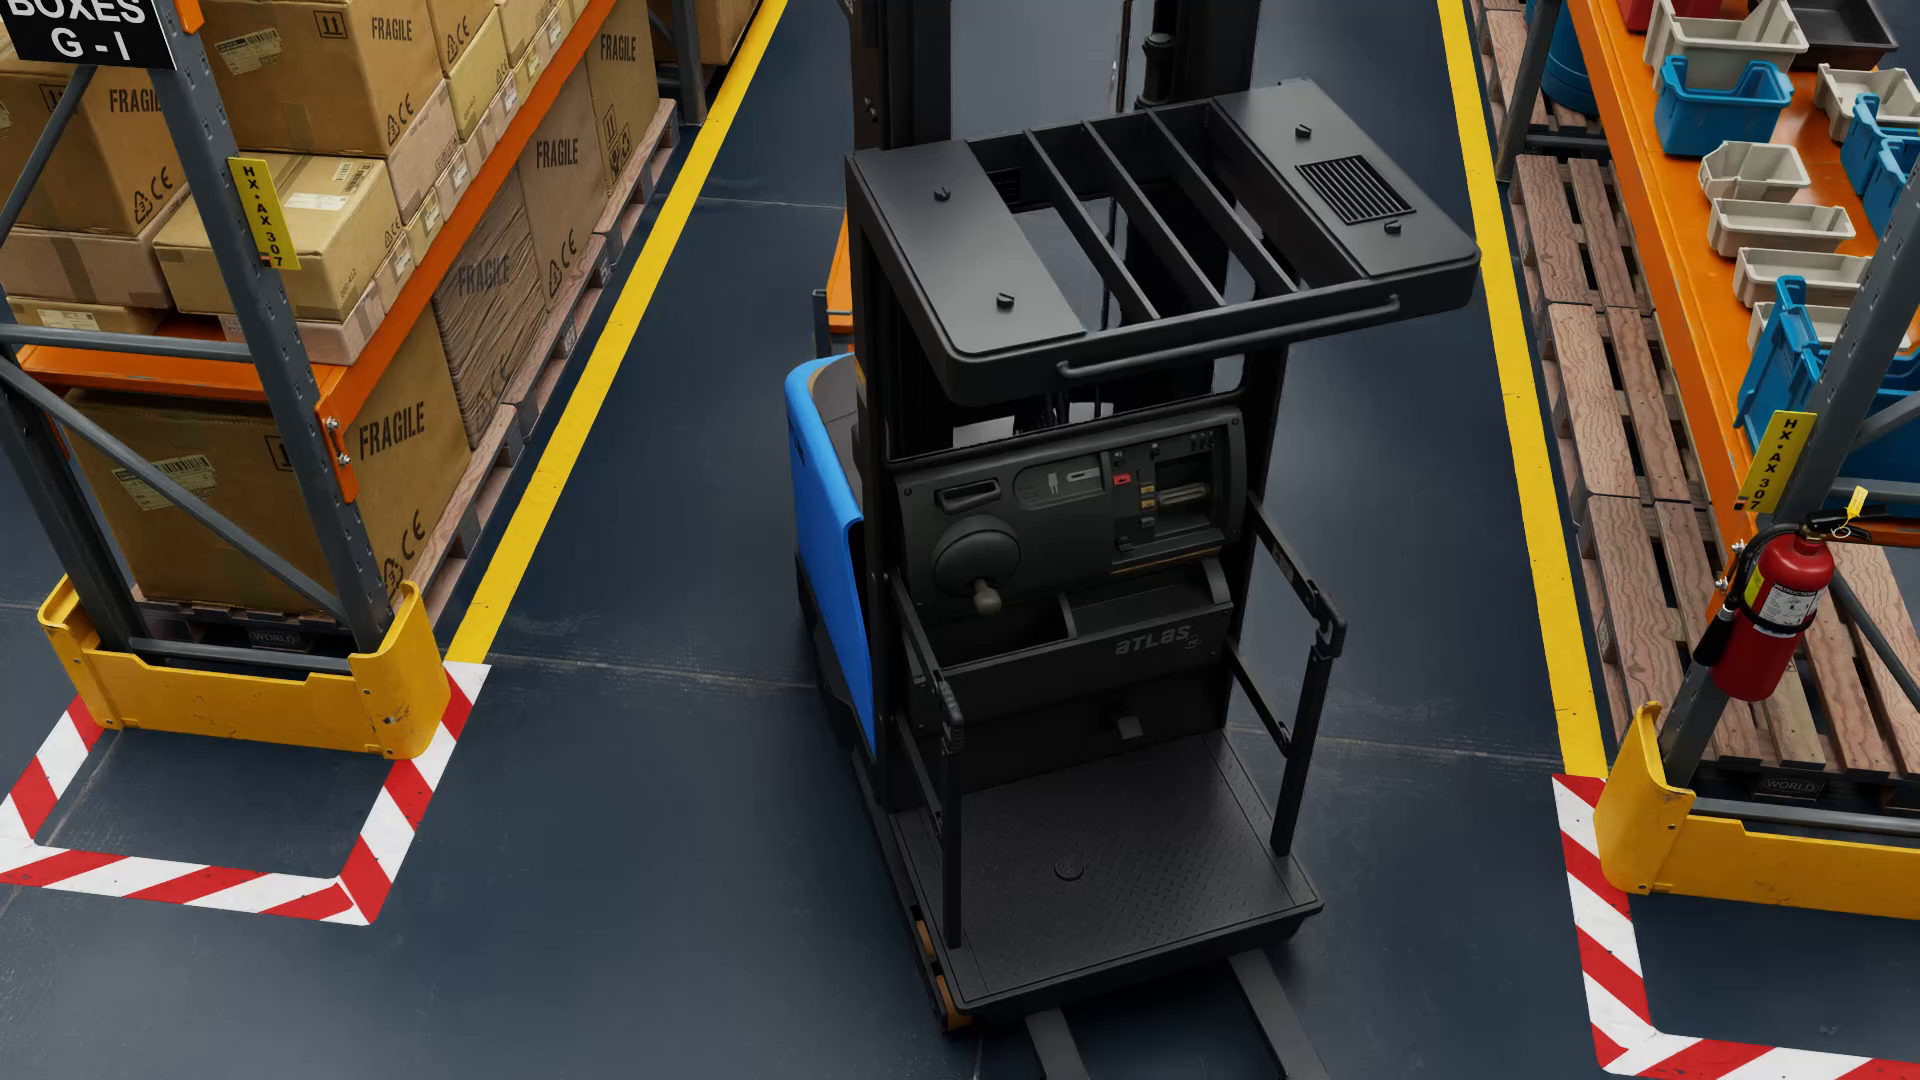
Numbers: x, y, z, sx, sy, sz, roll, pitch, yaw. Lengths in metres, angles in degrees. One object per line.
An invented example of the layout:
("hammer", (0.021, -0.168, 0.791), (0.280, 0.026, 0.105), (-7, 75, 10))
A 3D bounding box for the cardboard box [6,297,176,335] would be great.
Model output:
("cardboard box", (-2.609, -0.725, 5.017), (0.380, 0.149, 0.250), (6, 44, 6))

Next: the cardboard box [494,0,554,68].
("cardboard box", (-1.803, -1.953, 6.024), (0.500, 0.250, 0.500), (4, 44, 5))

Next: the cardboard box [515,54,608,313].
("cardboard box", (-2.087, -1.595, 6.993), (0.875, 0.875, 0.875), (5, 44, 6))

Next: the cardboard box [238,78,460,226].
("cardboard box", (-1.937, -1.255, 5.286), (0.500, 0.250, 0.500), (5, 44, 5))

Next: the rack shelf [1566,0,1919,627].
("rack shelf", (2.844, -1.195, 5.854), (1.077, 0.370, 4.000), (5, 44, 6))

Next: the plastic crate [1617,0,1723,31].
("plastic crate", (2.742, -2.279, 6.385), (0.402, 0.464, 0.583), (5, 44, 6))

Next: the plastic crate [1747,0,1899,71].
("plastic crate", (3.226, -1.954, 6.289), (0.437, 0.125, 0.590), (5, 44, 6))

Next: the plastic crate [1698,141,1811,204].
("plastic crate", (2.594, -1.183, 5.466), (0.298, 0.136, 0.250), (5, 44, 6))

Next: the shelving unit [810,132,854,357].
("shelving unit", (-0.197, -0.752, 6.226), (0.538, 1.125, 1.048), (3, 44, 4))

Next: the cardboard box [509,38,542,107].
("cardboard box", (-1.754, -1.713, 6.060), (0.380, 0.149, 0.250), (4, 44, 4))

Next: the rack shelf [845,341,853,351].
("rack shelf", (-0.197, -0.574, 6.394), (0.538, 0.278, 1.000), (3, 44, 4))

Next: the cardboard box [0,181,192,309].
("cardboard box", (-2.529, -0.952, 4.966), (0.500, 0.250, 0.500), (5, 44, 5))

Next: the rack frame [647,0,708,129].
("rack frame", (-1.801, -3.270, 7.522), (1.000, 3.000, 0.127), (5, 44, 6))

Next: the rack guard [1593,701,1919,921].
("rack guard", (2.589, 0.832, 5.008), (1.175, 0.500, 0.348), (5, 44, 6))

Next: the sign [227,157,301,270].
("sign", (-1.781, -0.832, 4.260), (0.100, 0.325, 0.005), (5, 44, 6))

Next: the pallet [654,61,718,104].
("pallet", (-1.774, -2.790, 9.043), (1.003, 0.211, 1.213), (5, 44, 6))

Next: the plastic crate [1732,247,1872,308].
("plastic crate", (2.560, -0.788, 5.049), (0.396, 0.136, 0.243), (5, 44, 6))

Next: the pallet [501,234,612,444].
("pallet", (-2.138, -0.912, 7.060), (1.003, 0.211, 1.213), (5, 44, 6))

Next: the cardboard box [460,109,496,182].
("cardboard box", (-1.822, -1.365, 5.693), (0.380, 0.149, 0.250), (4, 44, 5))

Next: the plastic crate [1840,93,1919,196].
("plastic crate", (3.152, -1.295, 5.514), (0.416, 0.233, 0.300), (5, 44, 6))

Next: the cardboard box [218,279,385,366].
("cardboard box", (-1.956, -0.664, 4.953), (0.380, 0.149, 0.250), (6, 44, 6))

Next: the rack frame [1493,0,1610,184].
("rack frame", (3.108, -2.820, 7.046), (1.000, 3.000, 0.127), (5, 44, 6))

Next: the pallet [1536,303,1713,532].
("pallet", (2.891, -0.469, 6.591), (1.003, 0.211, 1.213), (5, 44, 6))

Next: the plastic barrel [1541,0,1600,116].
("plastic barrel", (3.197, -2.579, 8.013), (0.600, 0.901, 0.708), (5, 44, 6))

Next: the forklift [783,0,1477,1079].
("forklift", (0.360, 0.008, 4.110), (1.130, 2.935, 3.031), (-13, 45, -13))

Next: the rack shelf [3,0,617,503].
("rack shelf", (-2.066, -1.646, 6.329), (1.077, 0.370, 4.000), (5, 44, 6))

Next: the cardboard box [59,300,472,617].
("cardboard box", (-2.325, -0.368, 5.697), (0.875, 0.875, 0.875), (5, 44, 6))

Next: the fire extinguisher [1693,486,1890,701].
("fire extinguisher", (2.109, 0.132, 4.257), (0.296, 0.674, 0.183), (5, 44, 6))

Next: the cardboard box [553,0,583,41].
("cardboard box", (-1.686, -2.065, 6.432), (0.380, 0.149, 0.250), (5, 44, 5))

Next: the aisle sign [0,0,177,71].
("aisle sign", (-2.042, -1.411, 3.668), (0.394, 0.787, 0.004), (5, 44, 6))

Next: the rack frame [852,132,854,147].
("rack frame", (-0.154, -1.100, 6.594), (0.500, 1.125, 0.032), (3, 44, 4))

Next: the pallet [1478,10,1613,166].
("pallet", (3.252, -2.329, 8.556), (1.003, 0.211, 1.213), (5, 44, 6))

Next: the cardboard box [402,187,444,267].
("cardboard box", (-1.890, -1.014, 5.322), (0.380, 0.149, 0.250), (4, 44, 5))

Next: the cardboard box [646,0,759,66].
("cardboard box", (-1.737, -3.089, 8.570), (1.225, 0.875, 0.875), (5, 44, 6))

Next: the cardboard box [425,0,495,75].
("cardboard box", (-1.870, -1.867, 5.387), (0.500, 0.500, 0.500), (4, 44, 4))
